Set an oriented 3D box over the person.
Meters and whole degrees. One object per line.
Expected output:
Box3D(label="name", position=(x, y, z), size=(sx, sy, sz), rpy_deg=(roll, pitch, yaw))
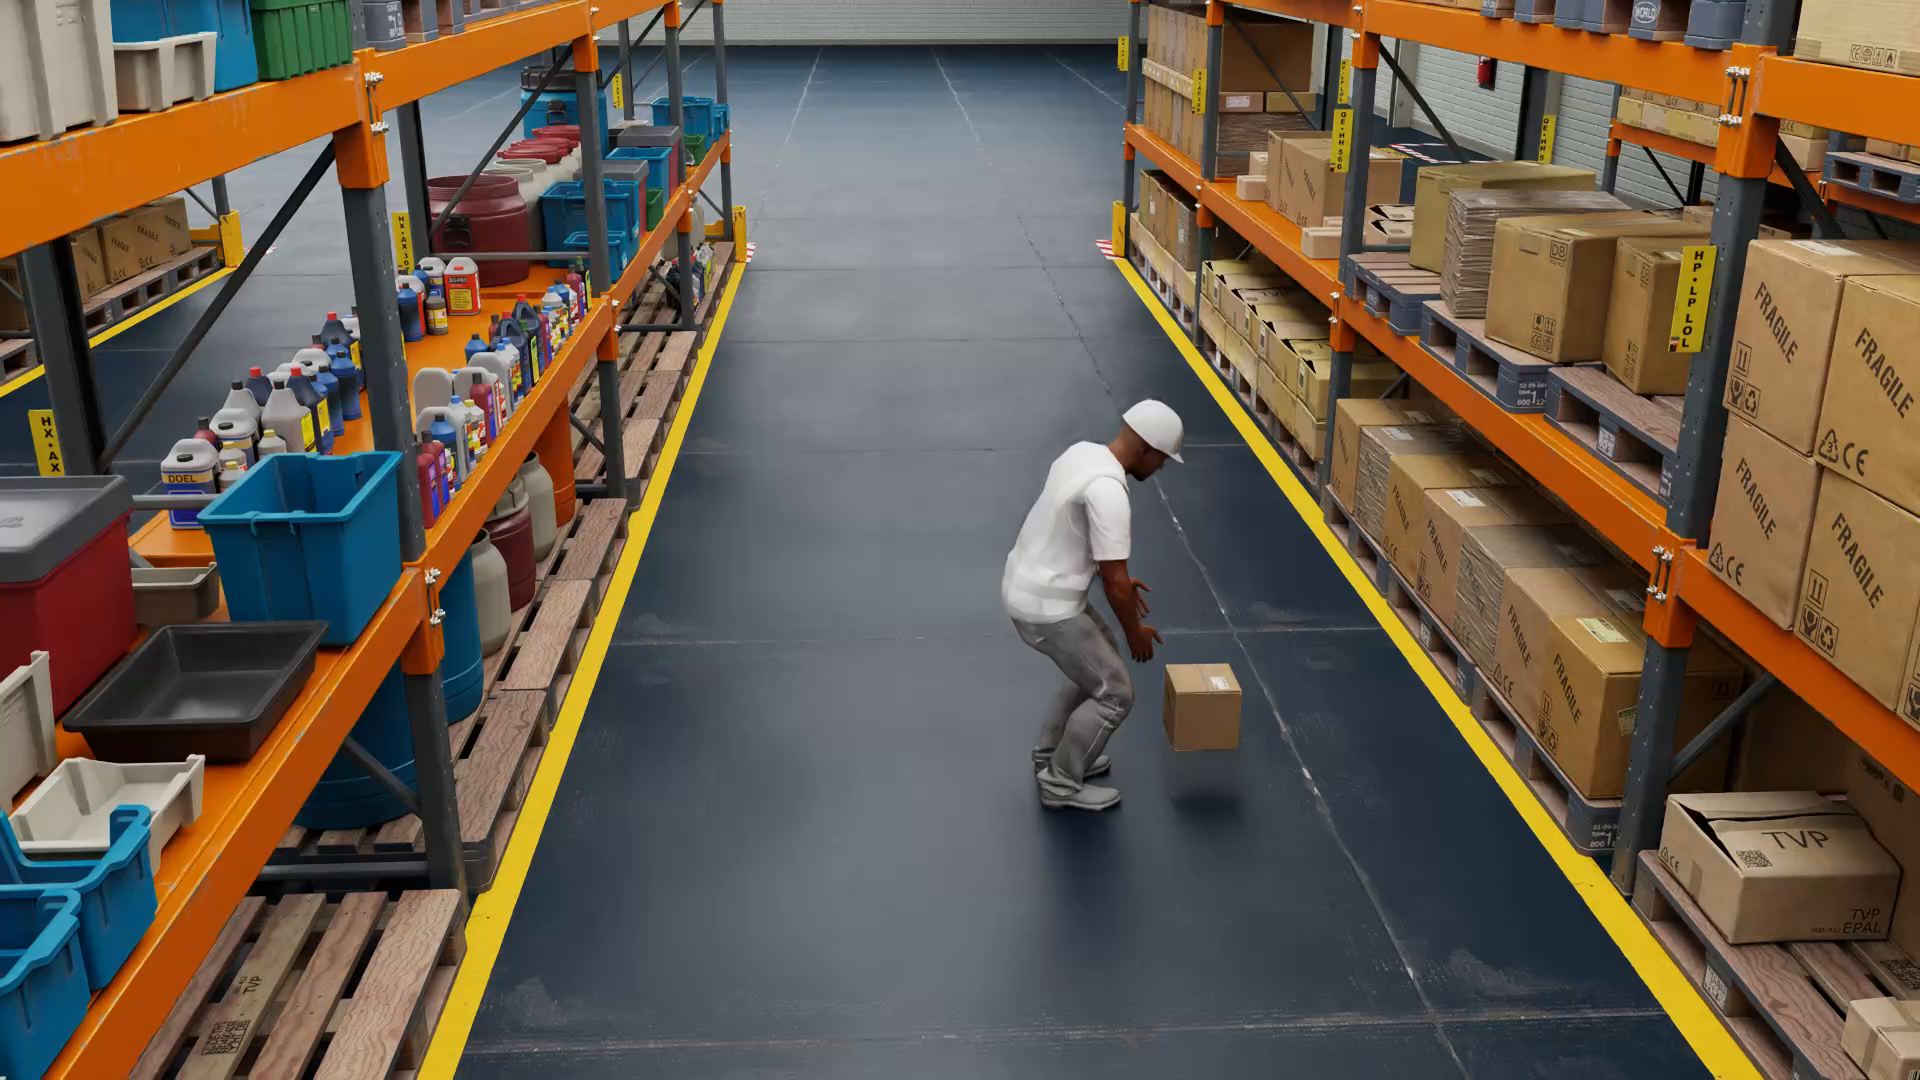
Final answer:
Box3D(label="person", position=(0.487, 0.224, 6.260), size=(0.666, 1.543, 0.625), rpy_deg=(-1, 20, -3))
